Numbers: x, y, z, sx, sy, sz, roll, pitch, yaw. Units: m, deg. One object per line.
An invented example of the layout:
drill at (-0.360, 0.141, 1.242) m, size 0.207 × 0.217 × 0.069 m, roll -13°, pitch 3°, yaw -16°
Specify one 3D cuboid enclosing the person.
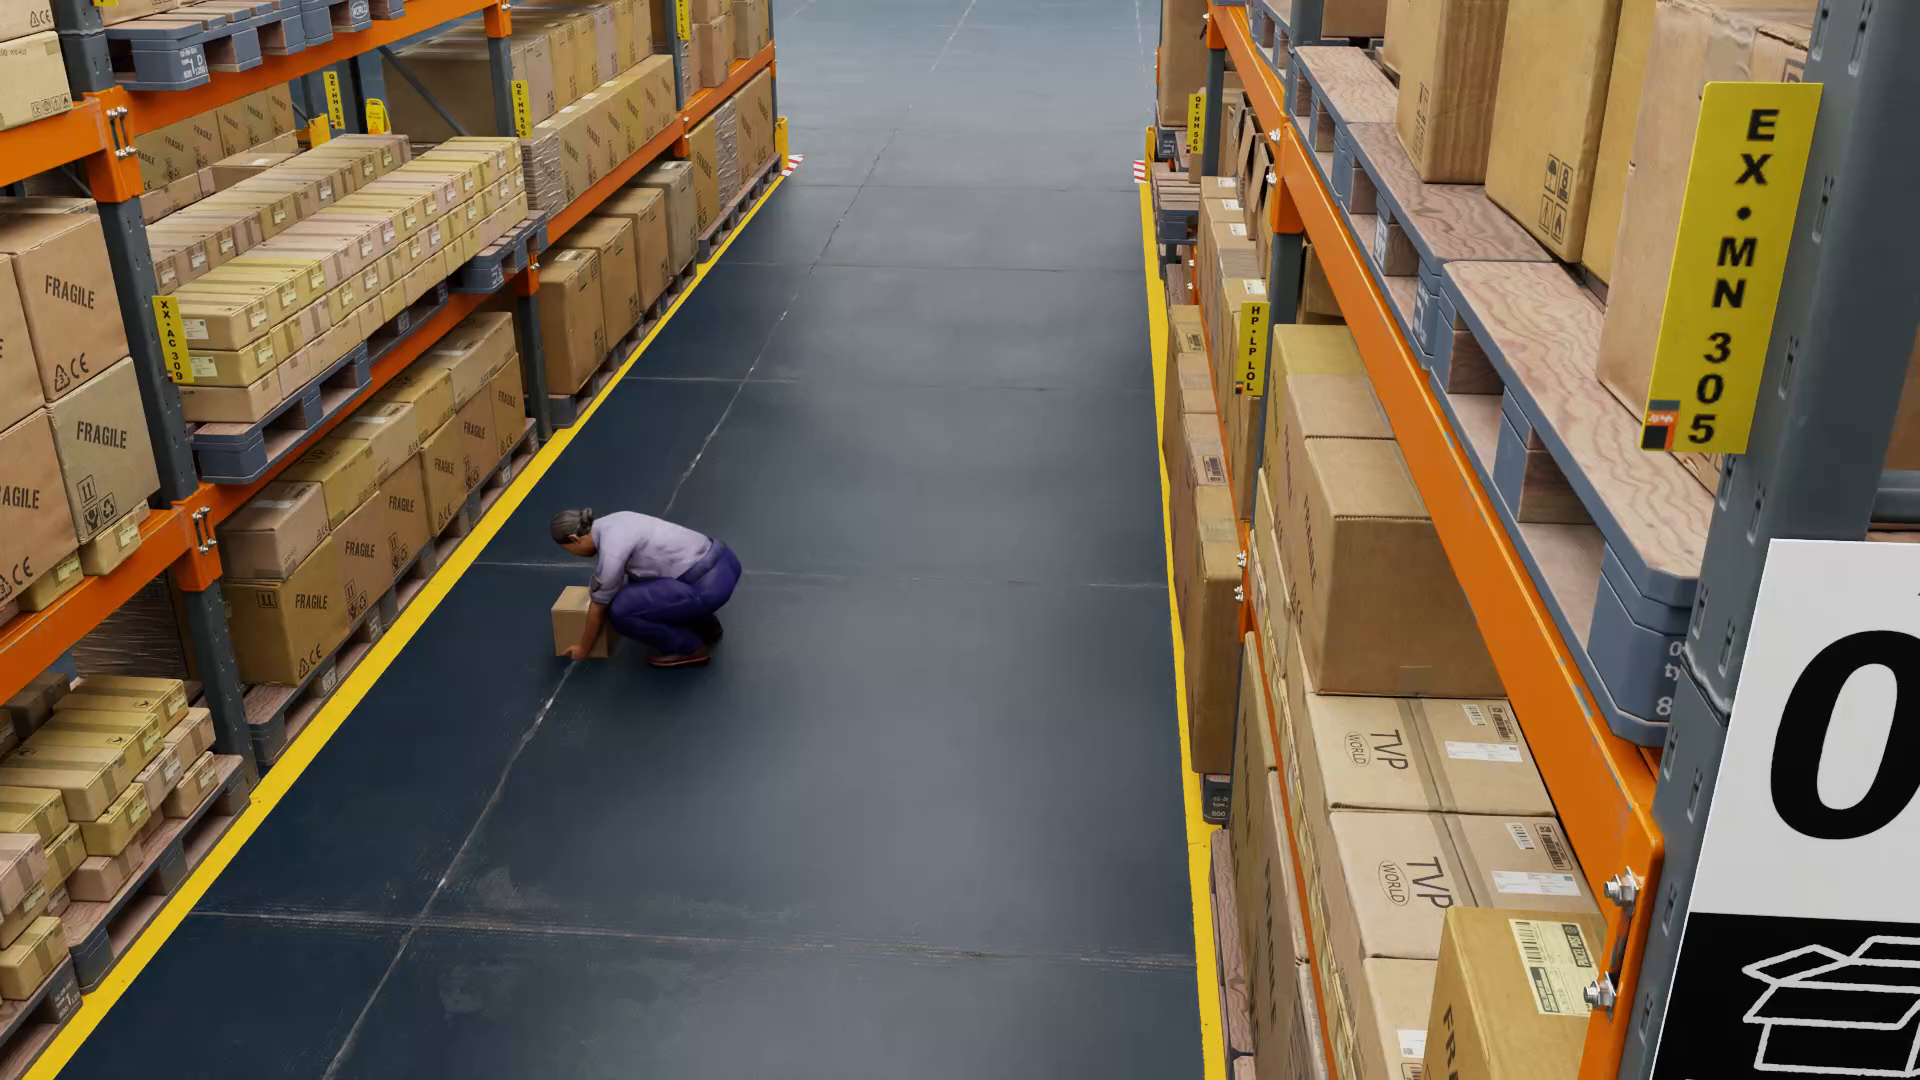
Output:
person at (-1.466, 0.215, 7.830) m, size 0.849 × 0.816 × 0.526 m, roll 2°, pitch 25°, yaw 4°
